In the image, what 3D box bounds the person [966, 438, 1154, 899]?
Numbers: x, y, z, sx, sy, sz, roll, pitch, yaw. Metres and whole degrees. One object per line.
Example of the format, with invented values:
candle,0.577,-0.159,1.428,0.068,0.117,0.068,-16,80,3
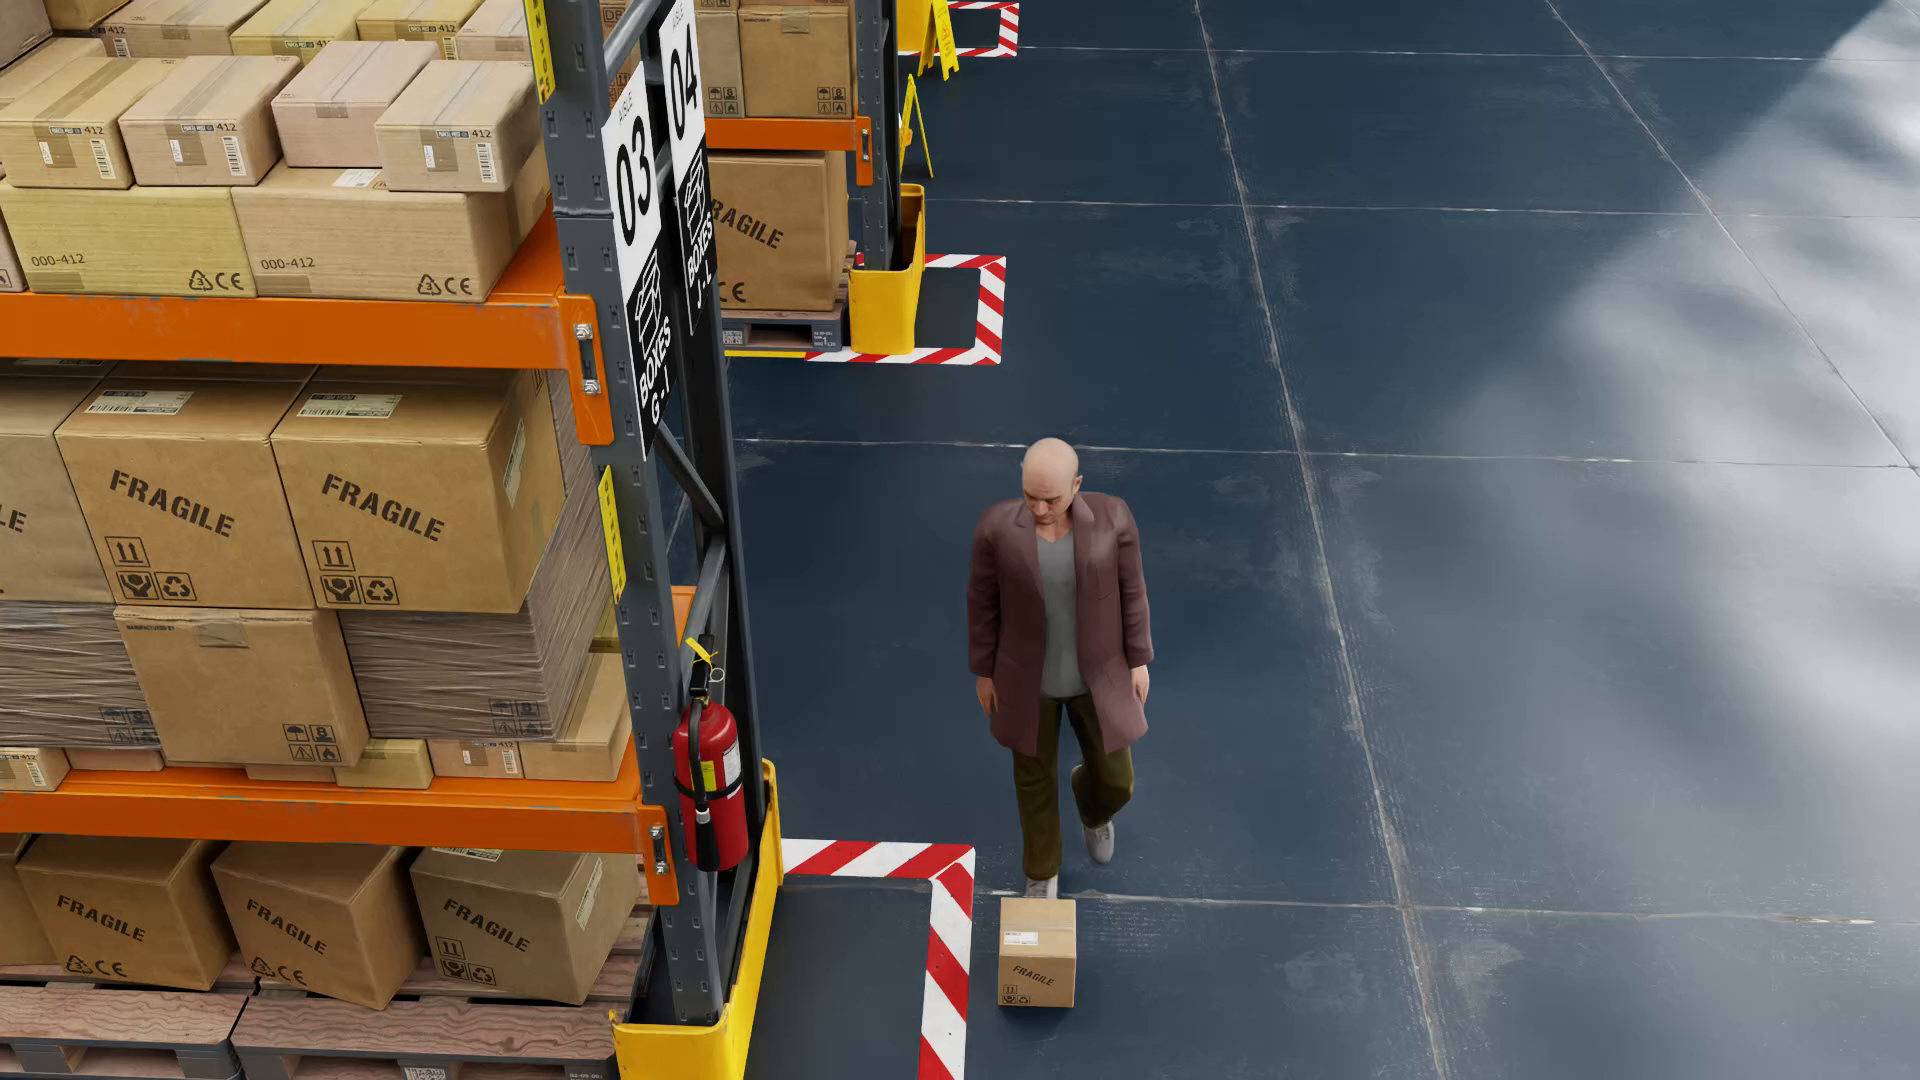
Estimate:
person,0.325,0.490,5.461,0.623,1.801,0.609,1,35,2
